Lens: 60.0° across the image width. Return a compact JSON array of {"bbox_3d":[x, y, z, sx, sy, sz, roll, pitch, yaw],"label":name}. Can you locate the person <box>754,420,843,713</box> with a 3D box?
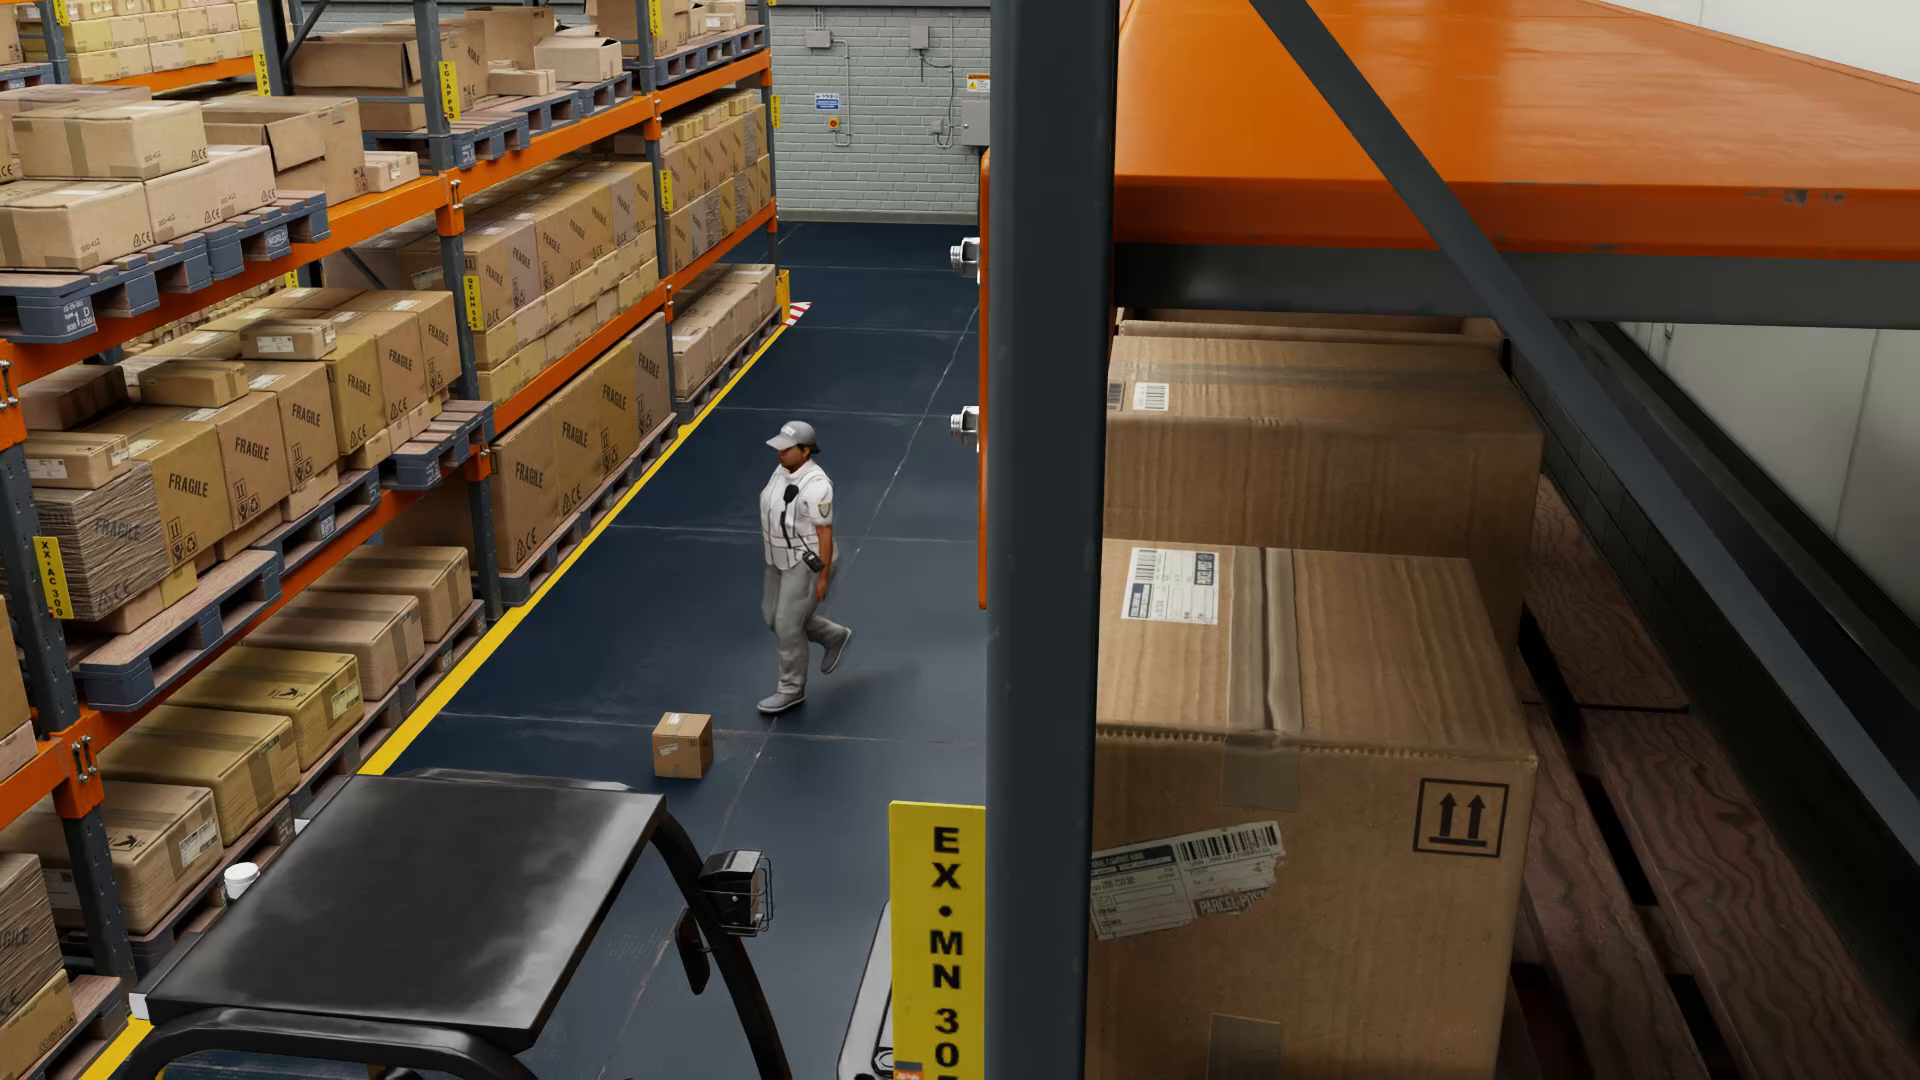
[{"bbox_3d":[-0.892,0.123,9.224,0.631,1.643,0.503,-13,25,-31],"label":"person"}]
